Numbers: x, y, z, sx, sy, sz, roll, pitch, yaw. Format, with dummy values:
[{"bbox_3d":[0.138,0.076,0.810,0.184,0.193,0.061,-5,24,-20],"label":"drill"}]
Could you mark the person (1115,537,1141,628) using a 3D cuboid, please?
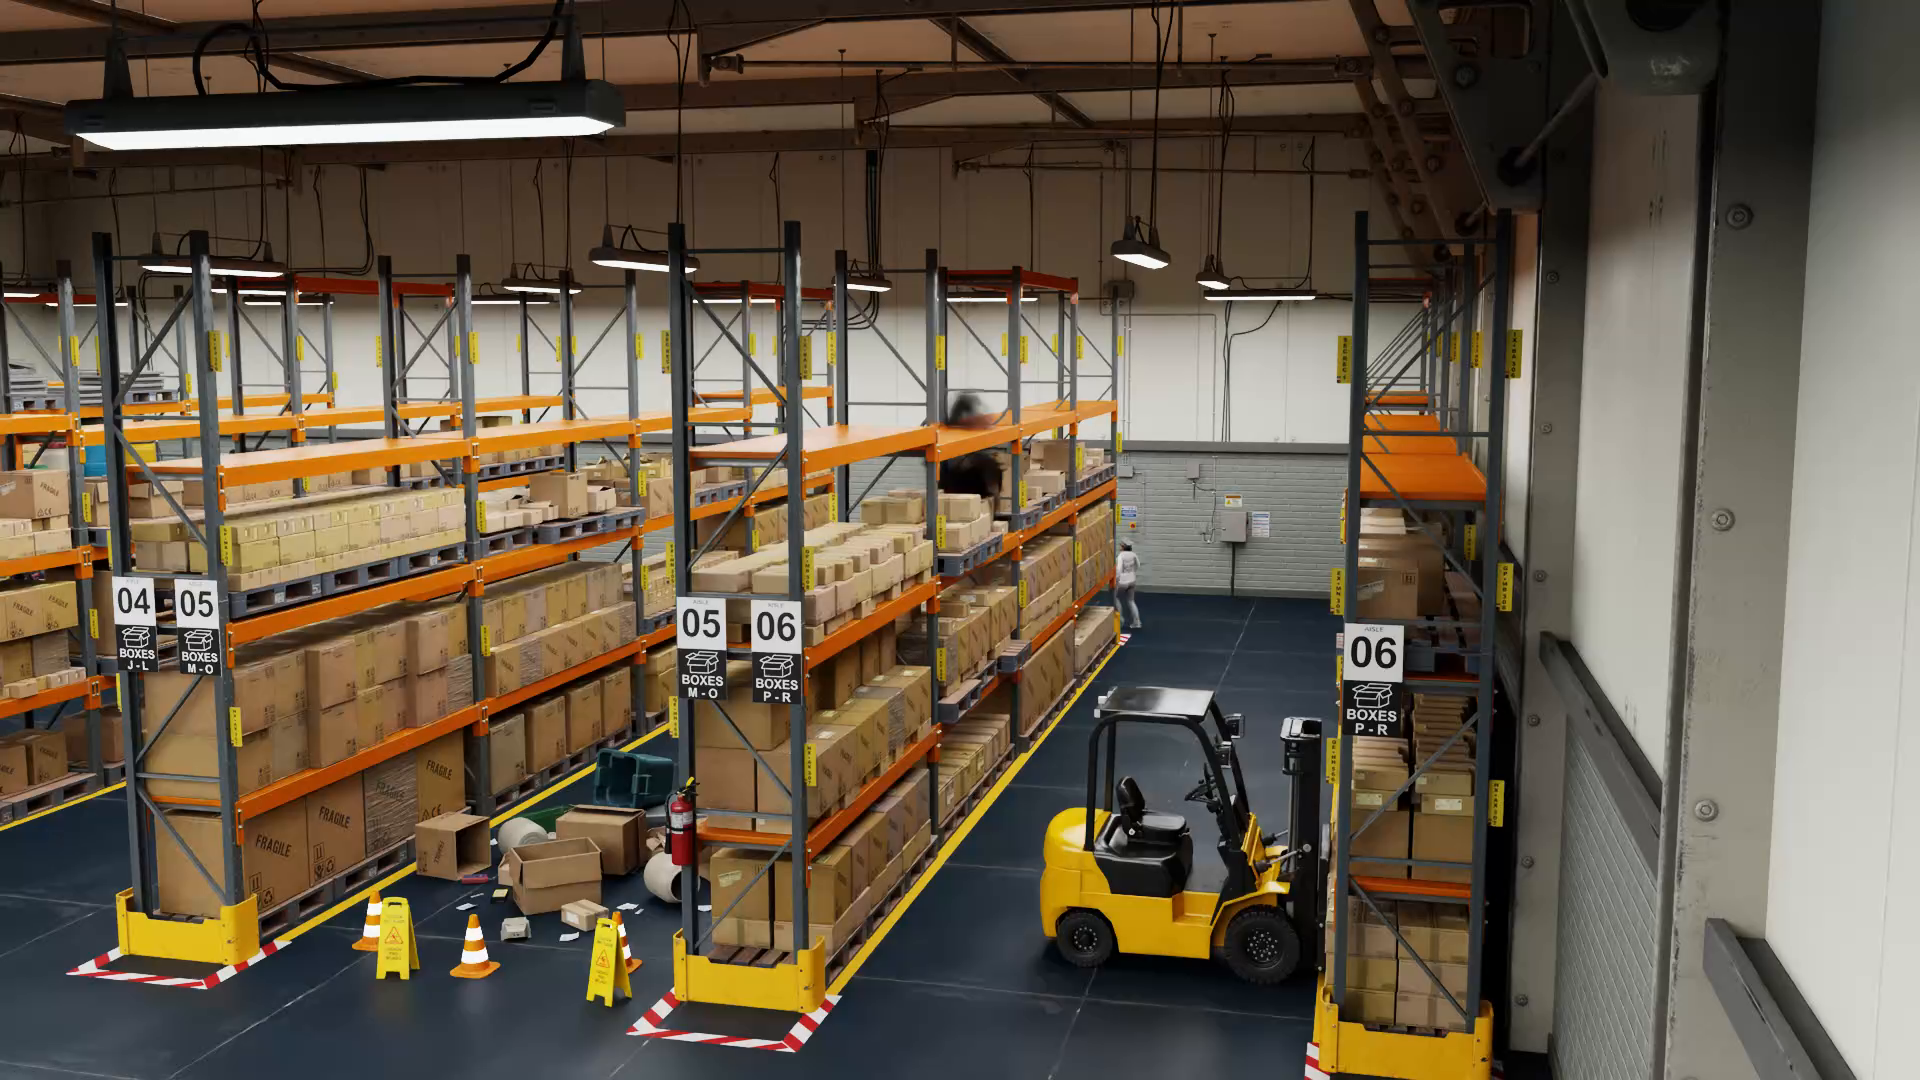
[{"bbox_3d":[2.891,0.772,29.467,0.659,1.694,0.601,-4,8,-27],"label":"person"}]
